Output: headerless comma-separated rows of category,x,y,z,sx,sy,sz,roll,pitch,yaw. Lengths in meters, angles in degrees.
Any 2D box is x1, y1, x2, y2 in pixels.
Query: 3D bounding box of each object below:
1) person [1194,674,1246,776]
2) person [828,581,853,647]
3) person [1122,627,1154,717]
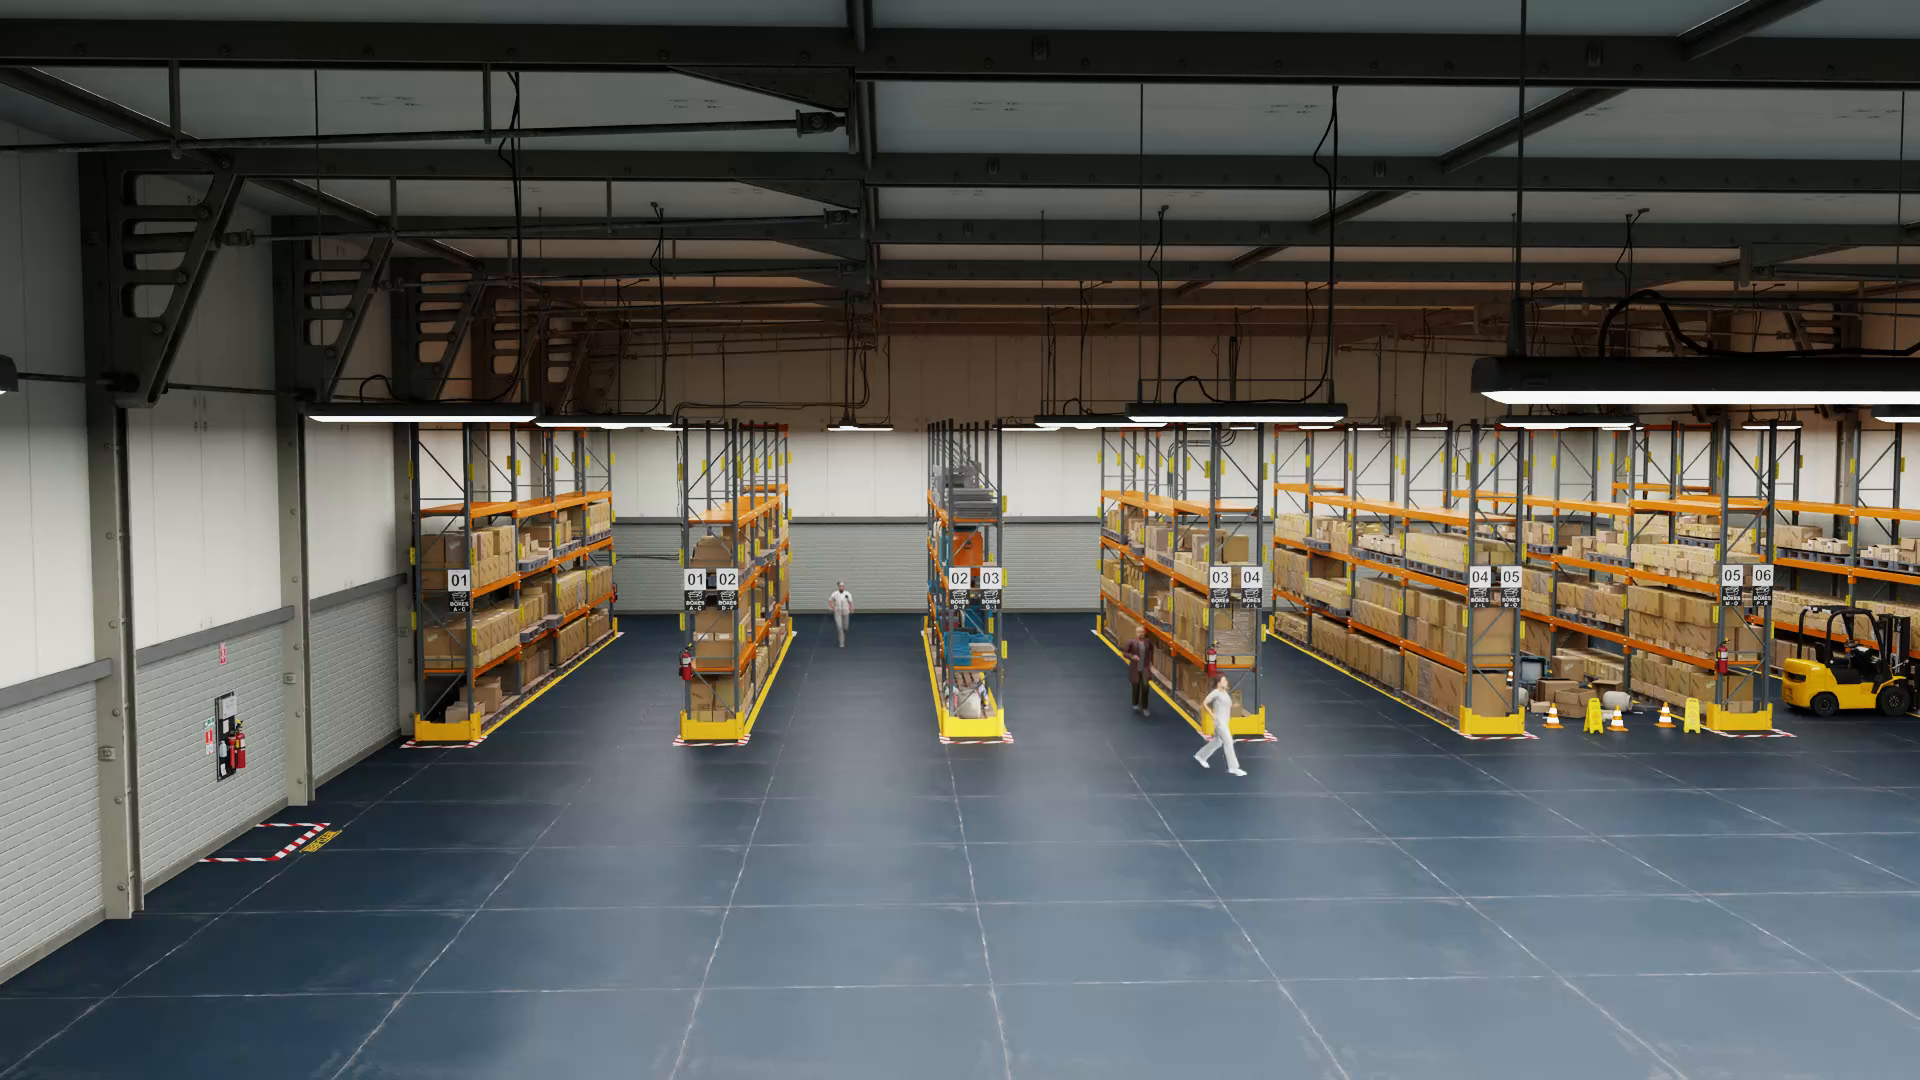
person,4.368,3.076,27.908,0.961,1.659,0.561,2,4,29
person,-3.217,1.982,45.020,0.663,1.763,0.729,-1,4,-12
person,3.642,2.679,33.893,0.684,1.844,0.848,0,4,-2
